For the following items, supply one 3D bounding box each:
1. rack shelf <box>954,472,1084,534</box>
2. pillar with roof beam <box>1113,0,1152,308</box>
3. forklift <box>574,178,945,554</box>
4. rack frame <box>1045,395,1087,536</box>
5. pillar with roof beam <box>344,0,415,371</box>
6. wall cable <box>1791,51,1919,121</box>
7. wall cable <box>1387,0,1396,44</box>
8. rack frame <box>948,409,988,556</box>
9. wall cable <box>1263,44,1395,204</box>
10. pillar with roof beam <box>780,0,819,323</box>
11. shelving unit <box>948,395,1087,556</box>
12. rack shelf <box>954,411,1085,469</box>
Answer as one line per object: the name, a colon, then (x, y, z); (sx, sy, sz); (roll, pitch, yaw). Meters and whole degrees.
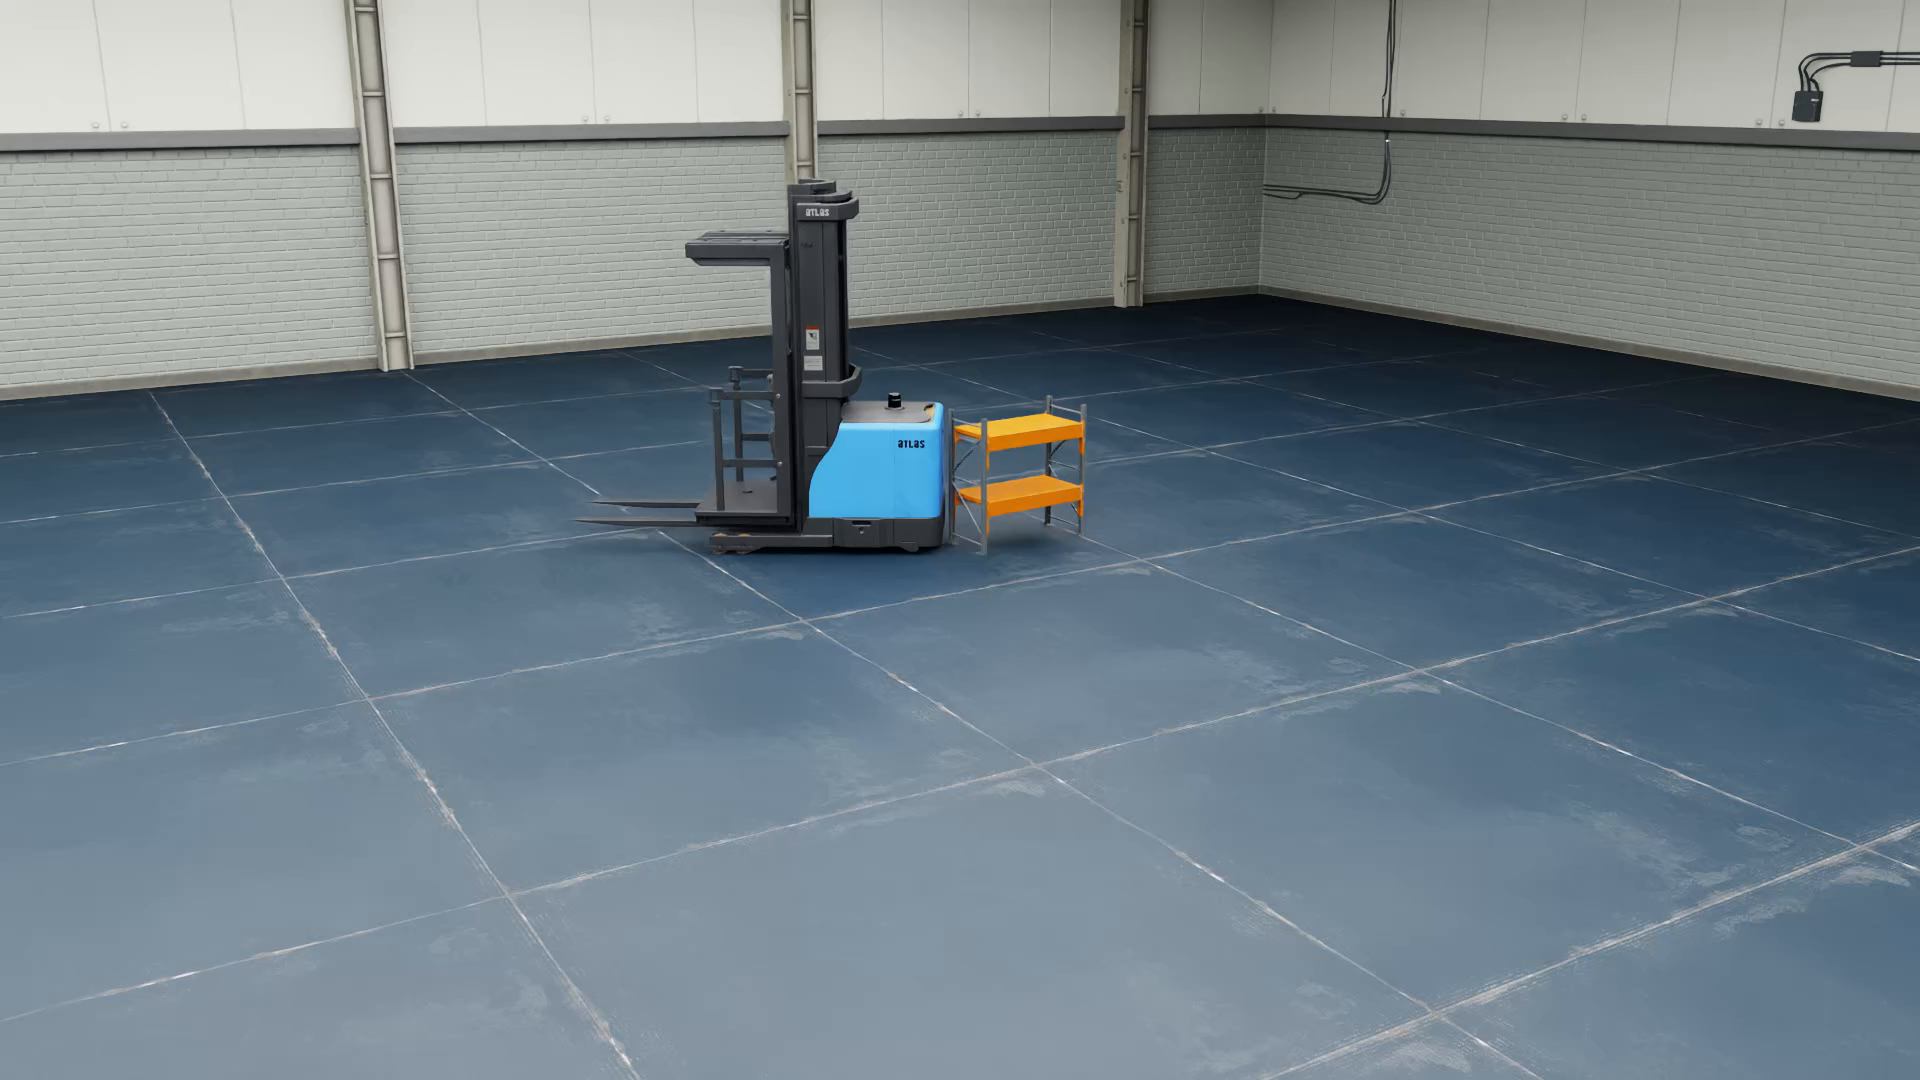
rack shelf: (0.476, -0.314, 13.852); (1.000, 0.278, 0.538); (-11, 19, -34)
pillar with roof beam: (5.042, -7.278, 23.203); (0.400, 9.000, 9.100); (-9, 18, -30)
forklift: (-1.653, -1.438, 13.609); (3.031, 2.935, 1.130); (0, 16, 2)
rack frame: (0.890, -0.629, 14.070); (0.032, 1.125, 0.500); (-11, 19, -34)
pillar with roof beam: (-5.244, -5.610, 17.252); (0.400, 9.000, 9.100); (-9, 18, -30)
wall cable: (10.907, -7.817, 18.823); (0.169, 6.003, 2.305); (-9, 18, -30)
wall cable: (7.425, -8.689, 24.630); (0.112, 2.526, 3.097); (-9, 18, -30)
rack frame: (0.062, -0.470, 13.502); (0.032, 1.125, 0.500); (-11, 19, -34)
wall cable: (6.031, -6.883, 27.545); (0.112, 2.526, 3.097); (-9, 18, -30)
pillar with roof beam: (-0.101, -6.444, 20.227); (0.400, 9.000, 9.100); (-9, 18, -30)
shelving unit: (0.476, -0.549, 13.786); (1.048, 1.125, 0.538); (-11, 19, -34)
rack shelf: (0.476, -0.831, 13.707); (1.000, 0.278, 0.538); (-11, 19, -34)
